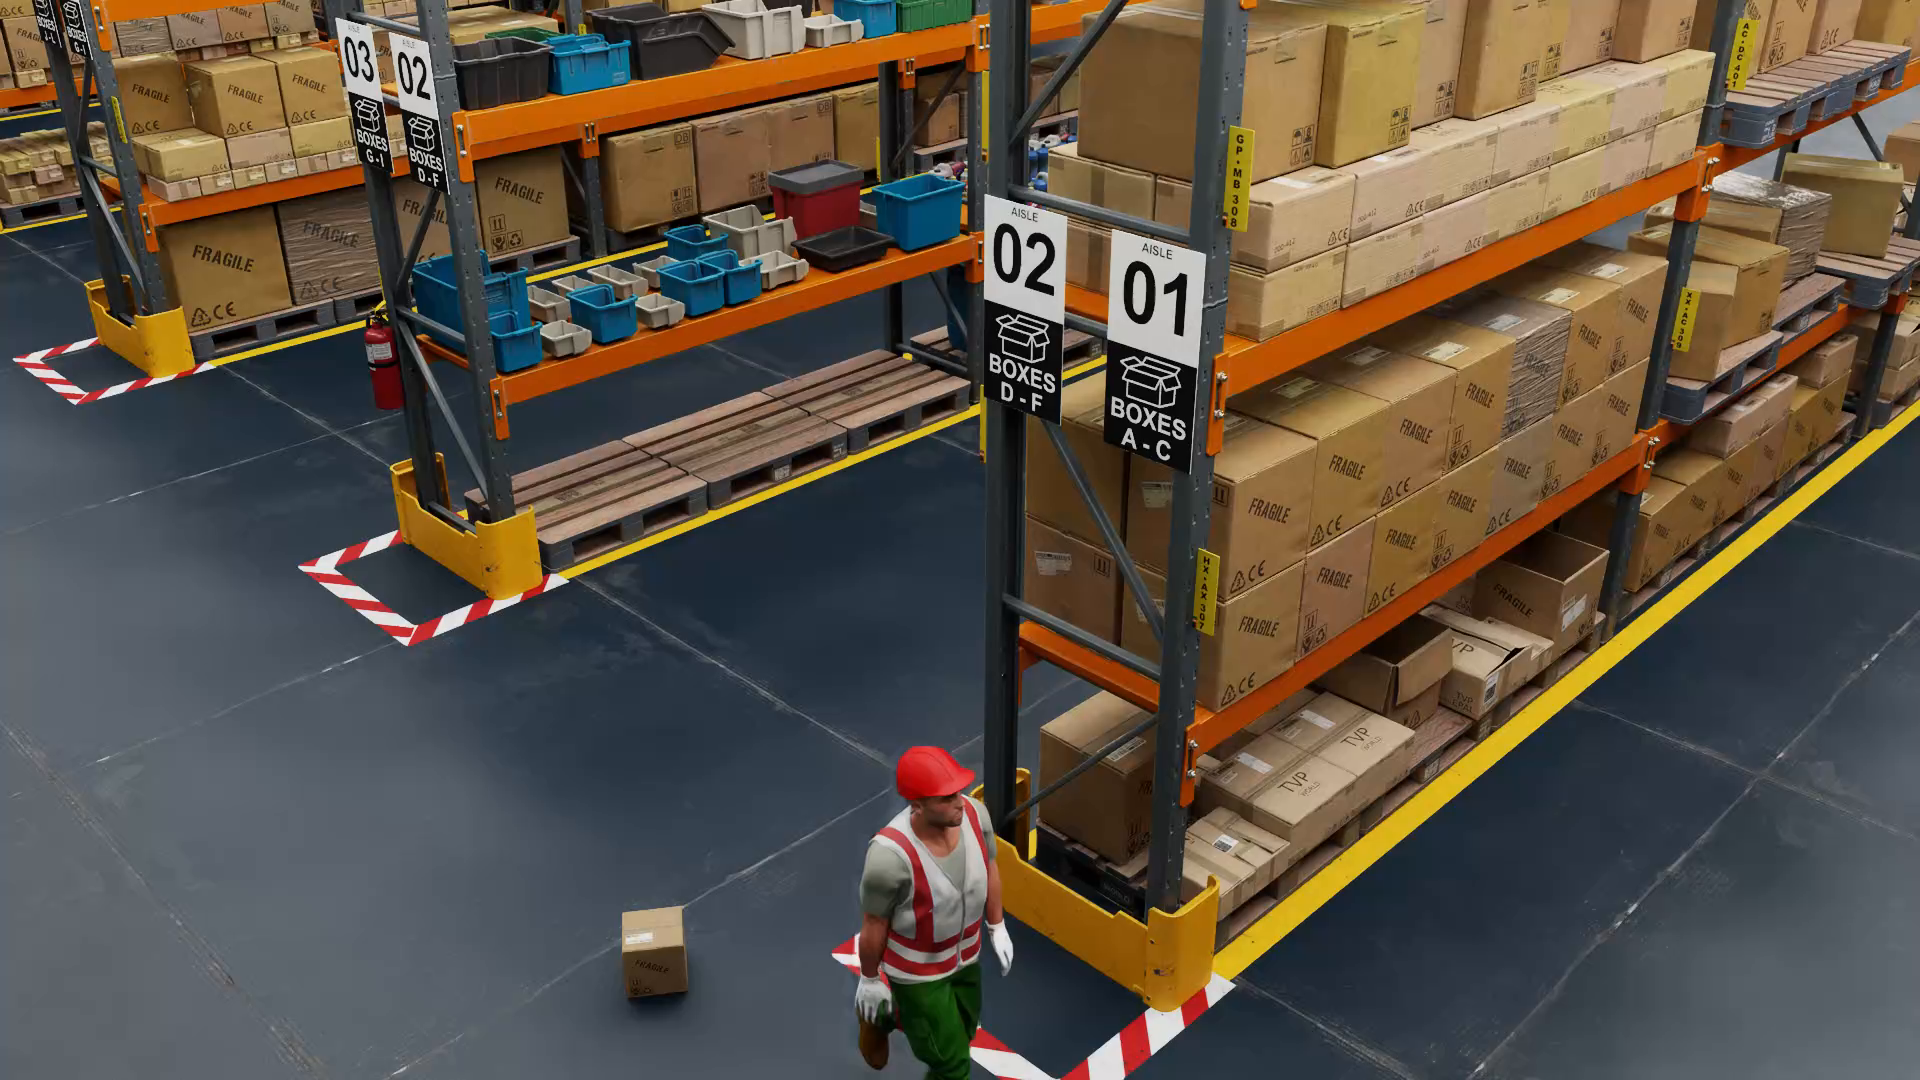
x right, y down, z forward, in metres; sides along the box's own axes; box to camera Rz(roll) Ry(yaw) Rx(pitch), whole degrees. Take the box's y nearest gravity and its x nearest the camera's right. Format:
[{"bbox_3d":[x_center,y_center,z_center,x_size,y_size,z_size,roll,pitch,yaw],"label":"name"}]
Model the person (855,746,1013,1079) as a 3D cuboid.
[{"bbox_3d":[-0.136,1.427,5.861,0.858,1.754,0.575,24,36,37],"label":"person"}]
